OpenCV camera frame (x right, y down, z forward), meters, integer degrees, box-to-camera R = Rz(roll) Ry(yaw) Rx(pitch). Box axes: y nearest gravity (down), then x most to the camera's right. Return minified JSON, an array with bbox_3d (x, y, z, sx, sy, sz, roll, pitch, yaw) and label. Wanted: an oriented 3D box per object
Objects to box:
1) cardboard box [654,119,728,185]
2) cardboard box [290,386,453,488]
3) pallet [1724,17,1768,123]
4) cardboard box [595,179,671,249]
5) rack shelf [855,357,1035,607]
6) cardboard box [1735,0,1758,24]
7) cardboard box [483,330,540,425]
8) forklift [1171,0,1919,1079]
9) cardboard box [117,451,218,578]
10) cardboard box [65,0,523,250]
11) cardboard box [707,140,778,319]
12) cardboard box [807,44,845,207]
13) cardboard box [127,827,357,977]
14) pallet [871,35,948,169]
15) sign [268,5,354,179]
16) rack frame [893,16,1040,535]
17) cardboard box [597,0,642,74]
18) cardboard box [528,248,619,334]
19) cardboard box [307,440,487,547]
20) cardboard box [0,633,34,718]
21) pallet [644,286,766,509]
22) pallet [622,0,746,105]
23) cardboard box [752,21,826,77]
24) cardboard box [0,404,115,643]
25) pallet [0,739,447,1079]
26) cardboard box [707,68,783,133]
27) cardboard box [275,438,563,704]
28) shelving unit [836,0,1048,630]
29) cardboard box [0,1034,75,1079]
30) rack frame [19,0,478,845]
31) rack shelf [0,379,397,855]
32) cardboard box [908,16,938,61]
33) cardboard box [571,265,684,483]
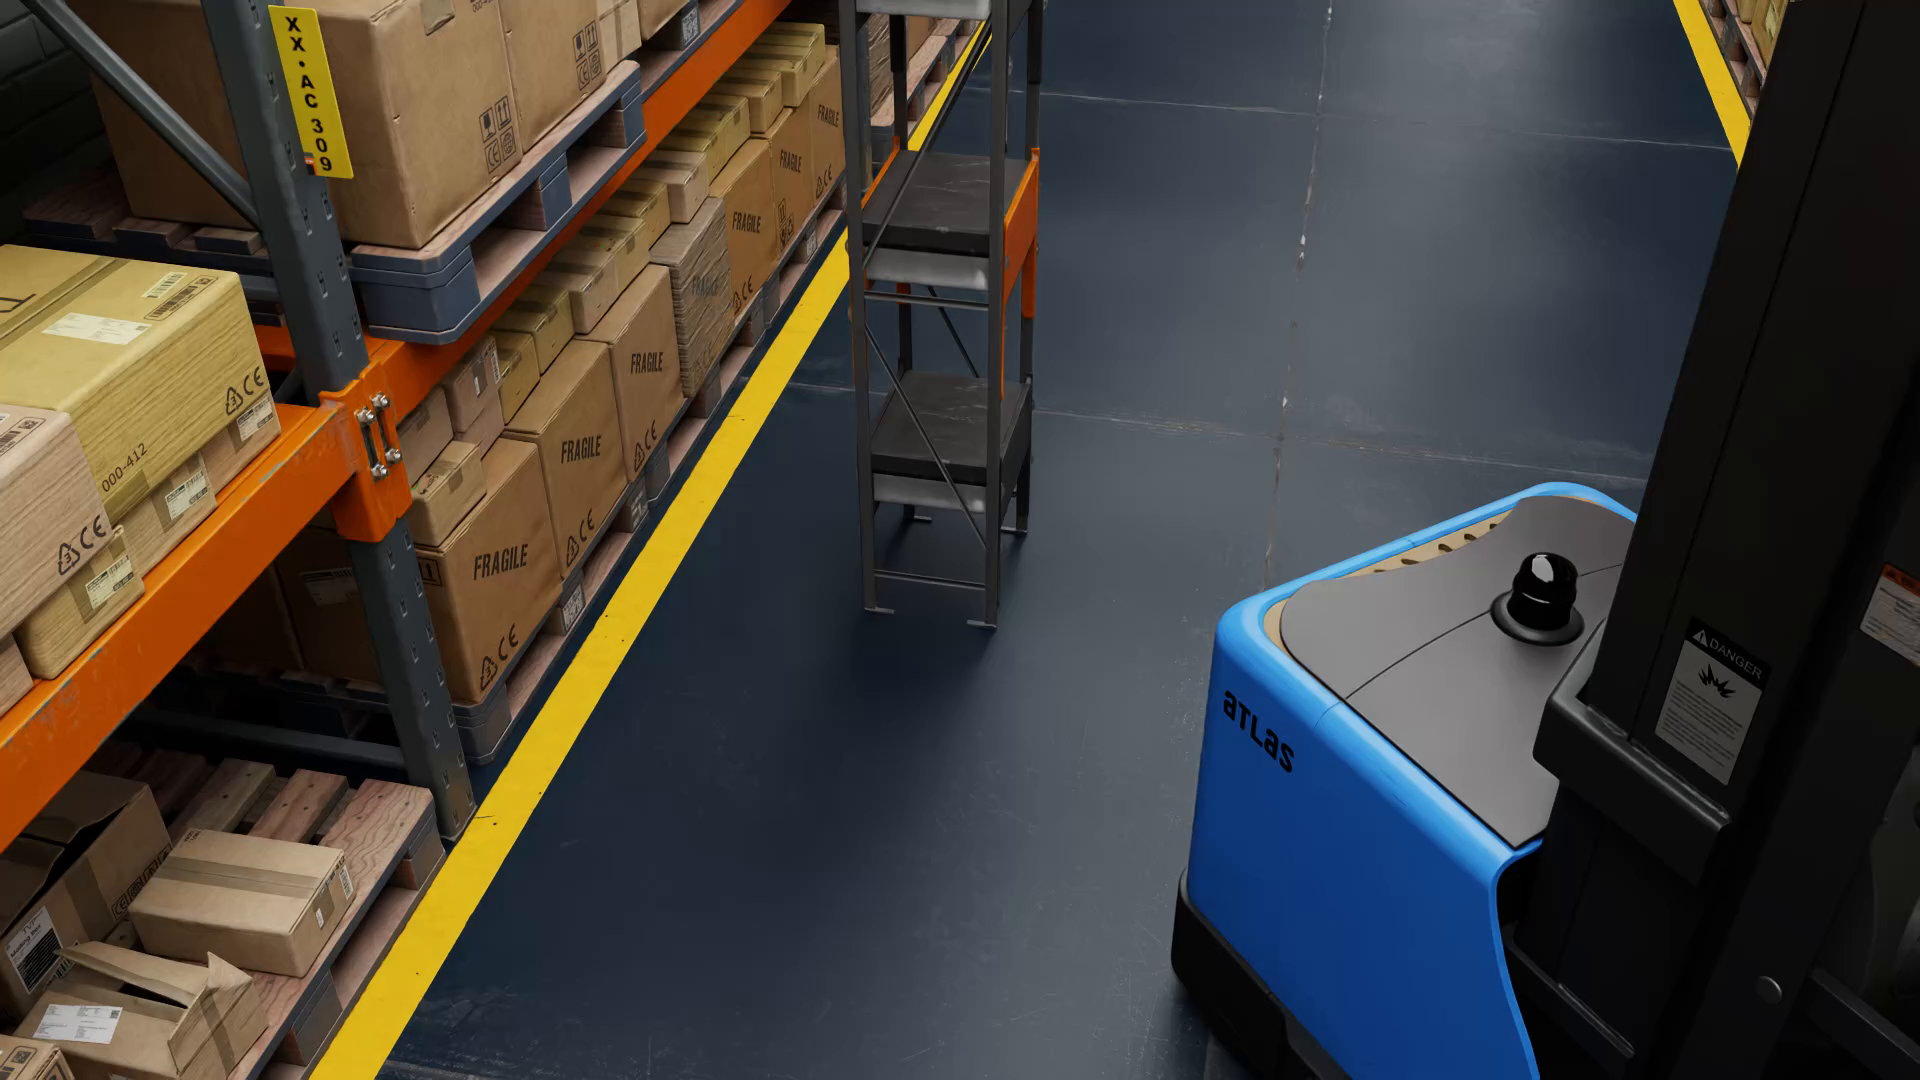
[{"bbox_3d":[-1.029,-1.349,5.775,0.380,0.149,0.250,7,36,9],"label":"cardboard box"},{"bbox_3d":[-1.467,-0.266,4.027,0.380,0.149,0.250,7,36,9],"label":"cardboard box"},{"bbox_3d":[4.391,-2.234,8.153,1.003,0.211,1.213,7,37,10],"label":"pallet"},{"bbox_3d":[-1.161,-1.053,5.366,0.380,0.149,0.250,7,37,10],"label":"cardboard box"},{"bbox_3d":[-0.035,-0.177,4.922,0.431,0.518,0.480,7,37,10],"label":"rack shelf"},{"bbox_3d":[4.554,-2.904,8.582,0.950,0.372,0.625,10,37,13],"label":"cardboard box"},{"bbox_3d":[-1.381,-0.455,4.541,0.380,0.149,0.250,6,36,8],"label":"cardboard box"},{"bbox_3d":[1.658,0.423,2.169,1.130,2.935,3.031,-19,40,-24],"label":"forklift"},{"bbox_3d":[-1.600,-0.077,3.014,0.380,0.149,0.250,8,37,11],"label":"cardboard box"},{"bbox_3d":[-1.423,-1.005,3.637,0.700,0.500,0.500,8,37,11],"label":"cardboard box"},{"bbox_3d":[-0.997,-1.141,6.040,0.500,0.500,0.500,9,37,12],"label":"cardboard box"},{"bbox_3d":[-0.771,-1.727,6.849,0.500,0.500,0.500,8,37,11],"label":"cardboard box"},{"bbox_3d":[-1.577,0.795,3.668,0.380,0.149,0.250,6,36,9],"label":"cardboard box"},{"bbox_3d":[-0.676,-2.176,8.073,1.003,0.211,1.213,7,37,10],"label":"pallet"},{"bbox_3d":[-1.213,-0.832,3.104,0.100,0.325,0.005,7,37,10],"label":"sign"},{"bbox_3d":[0.017,-0.895,4.696,0.400,2.100,0.015,7,37,10],"label":"rack frame"},{"bbox_3d":[-1.073,-1.409,4.395,0.396,0.266,0.258,9,37,12],"label":"cardboard box"},{"bbox_3d":[-1.246,-0.752,4.952,0.380,0.149,0.250,7,37,10],"label":"cardboard box"},{"bbox_3d":[-1.408,-0.138,4.104,0.380,0.149,0.250,9,37,12],"label":"cardboard box"},{"bbox_3d":[-1.715,0.222,2.602,0.380,0.149,0.250,8,37,11],"label":"cardboard box"},{"bbox_3d":[-1.349,-0.589,5.882,1.003,0.211,1.213,7,37,10],"label":"pallet"},{"bbox_3d":[-1.301,-1.645,5.127,1.003,0.211,1.213,7,37,10],"label":"pallet"},{"bbox_3d":[-0.748,-1.944,6.596,0.380,0.149,0.250,6,36,8],"label":"cardboard box"},{"bbox_3d":[-1.708,0.007,2.559,0.500,0.250,0.500,7,37,10],"label":"cardboard box"},{"bbox_3d":[-1.892,0.978,3.721,1.003,0.211,1.213,7,37,10],"label":"pallet"},{"bbox_3d":[-0.876,-1.638,6.174,0.380,0.149,0.250,6,36,8],"label":"cardboard box"},{"bbox_3d":[-1.422,0.048,4.400,0.500,0.500,0.500,9,37,12],"label":"cardboard box"},{"bbox_3d":[-0.035,-0.755,4.503,0.431,2.100,0.503,7,37,10],"label":"shelving unit"},{"bbox_3d":[-1.933,1.171,2.850,0.700,0.500,0.500,6,36,8],"label":"cardboard box"},{"bbox_3d":[-1.745,-0.545,3.446,1.000,3.000,0.127,7,37,10],"label":"rack frame"},{"bbox_3d":[-2.172,0.893,2.075,1.077,0.370,4.000,7,37,10],"label":"rack shelf"},{"bbox_3d":[-0.612,-2.778,8.193,0.875,0.625,0.625,8,37,11],"label":"cardboard box"},{"bbox_3d":[-1.207,-0.544,5.217,0.500,0.500,0.500,6,36,9],"label":"cardboard box"}]
